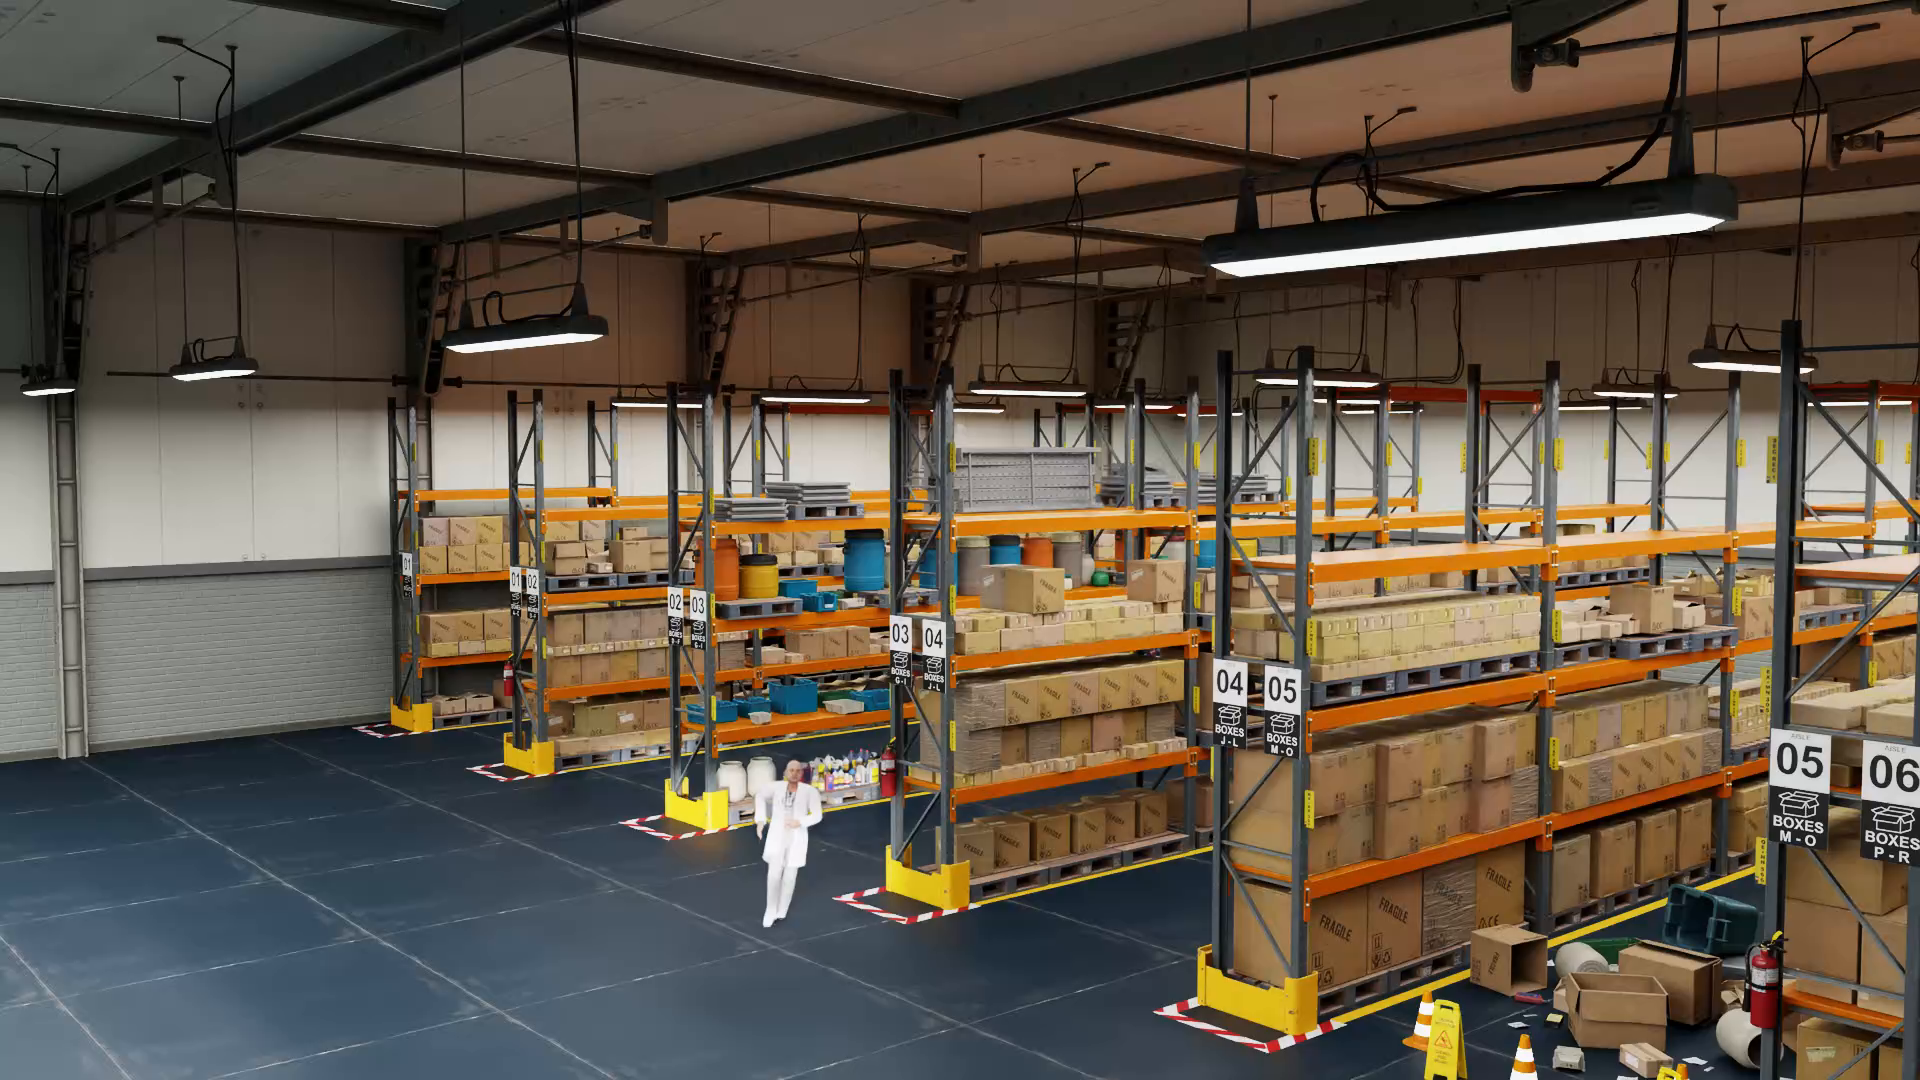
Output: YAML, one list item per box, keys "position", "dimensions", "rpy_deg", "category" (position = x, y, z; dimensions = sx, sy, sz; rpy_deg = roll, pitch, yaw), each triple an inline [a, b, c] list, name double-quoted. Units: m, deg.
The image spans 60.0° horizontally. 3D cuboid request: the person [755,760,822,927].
- position: [-1.841, 3.260, 17.889]
  dimensions: [0.714, 1.752, 0.672]
  rpy_deg: [0, 3, -7]
  category: "person"
